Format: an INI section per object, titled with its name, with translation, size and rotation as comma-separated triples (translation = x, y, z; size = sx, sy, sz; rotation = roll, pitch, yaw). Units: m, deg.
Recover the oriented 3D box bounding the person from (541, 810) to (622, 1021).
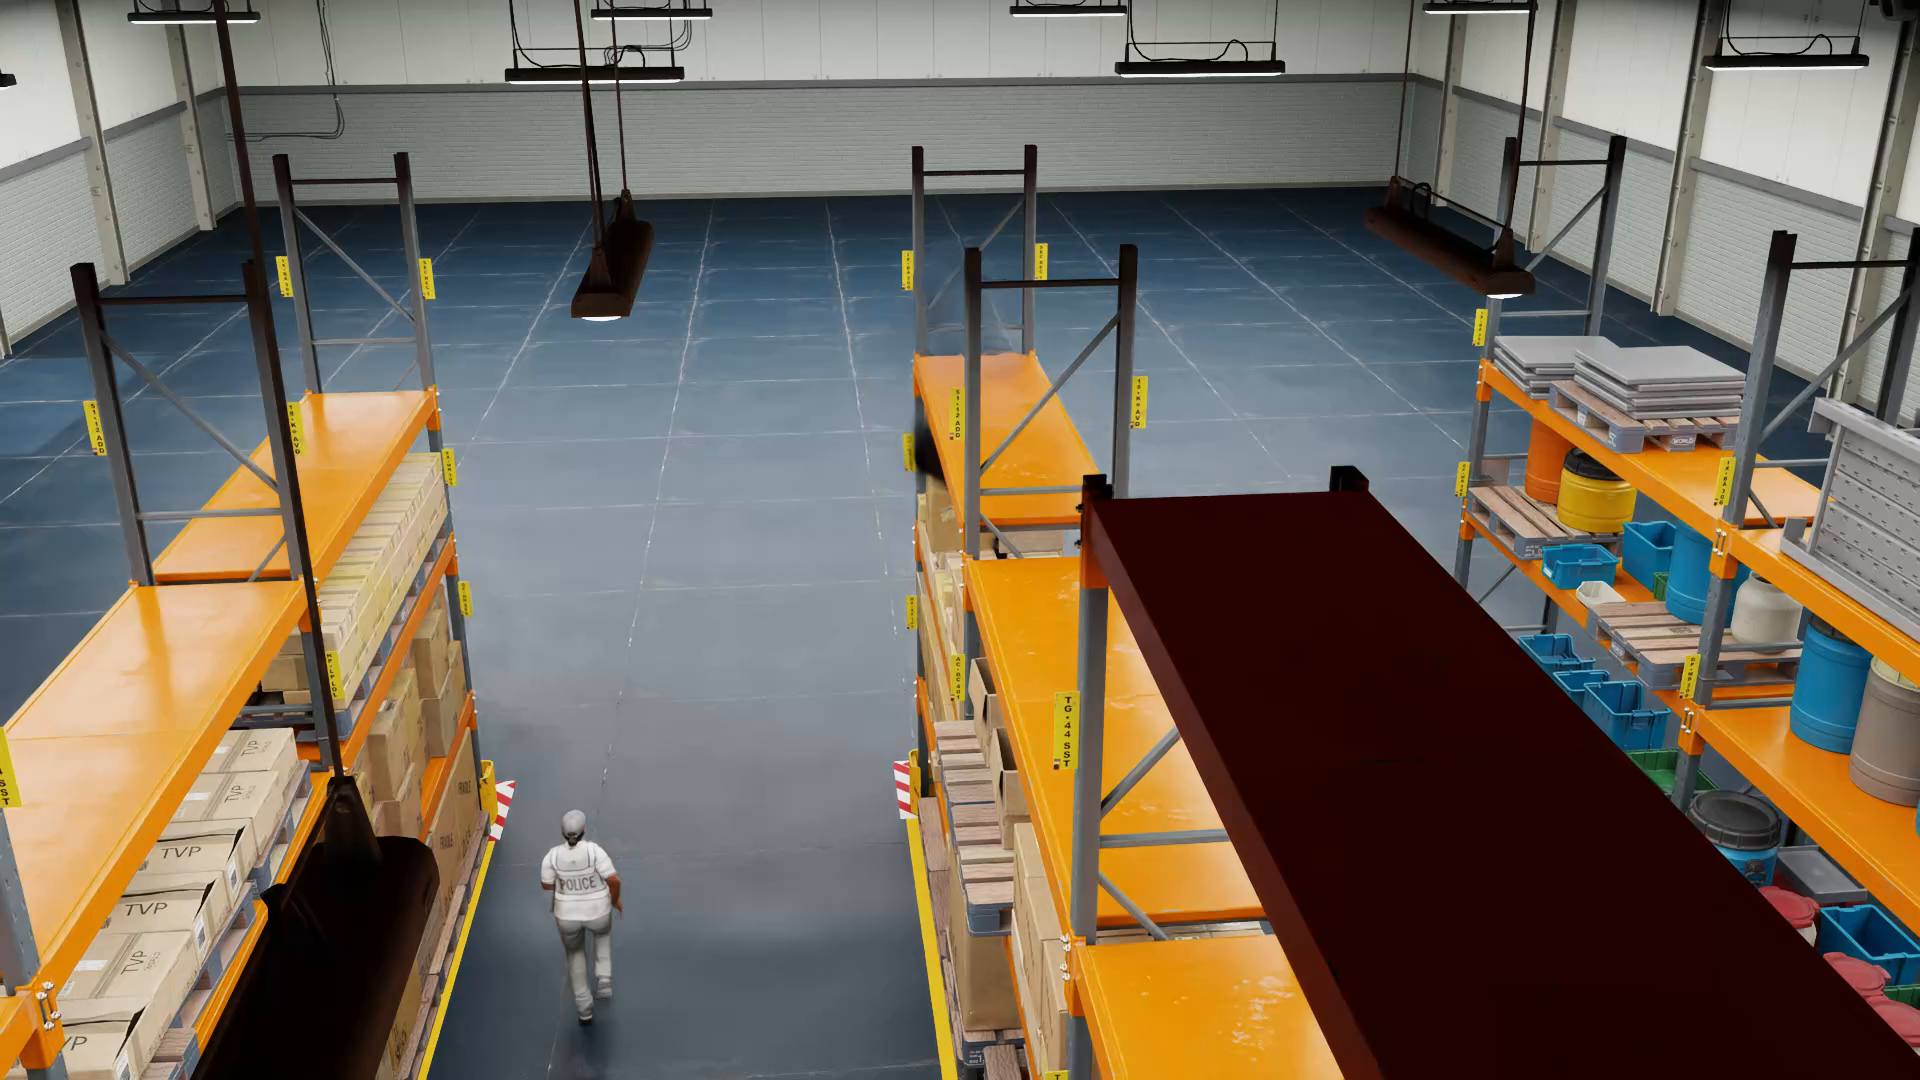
[person]
translation = -2.816, 2.755, 12.475
size = 0.587, 1.611, 0.661
rotation = -4, 22, -9
